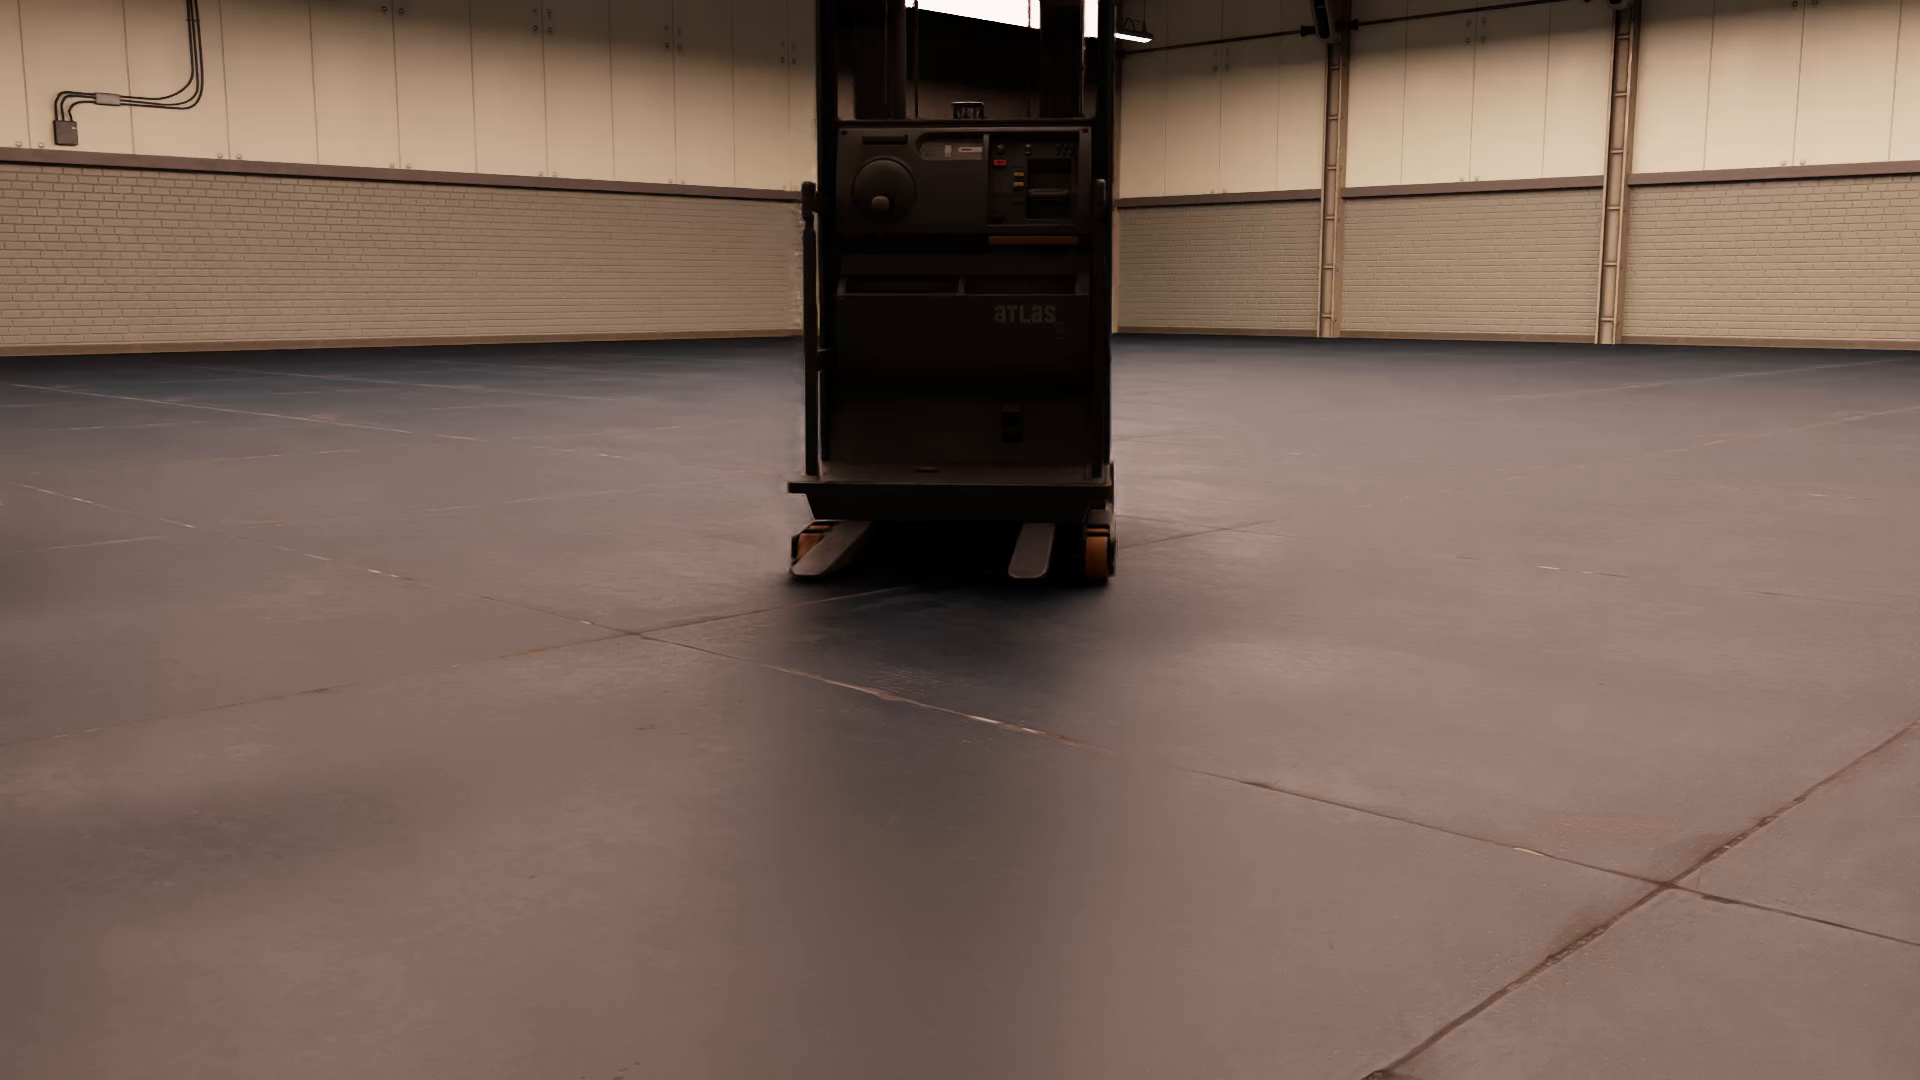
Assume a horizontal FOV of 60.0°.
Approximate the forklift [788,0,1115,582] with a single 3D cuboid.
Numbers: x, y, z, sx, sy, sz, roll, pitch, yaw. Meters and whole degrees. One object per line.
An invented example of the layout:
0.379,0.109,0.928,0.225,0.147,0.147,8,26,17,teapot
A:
-0.002,-1.353,5.858,1.130,2.935,3.031,1,9,5,forklift
